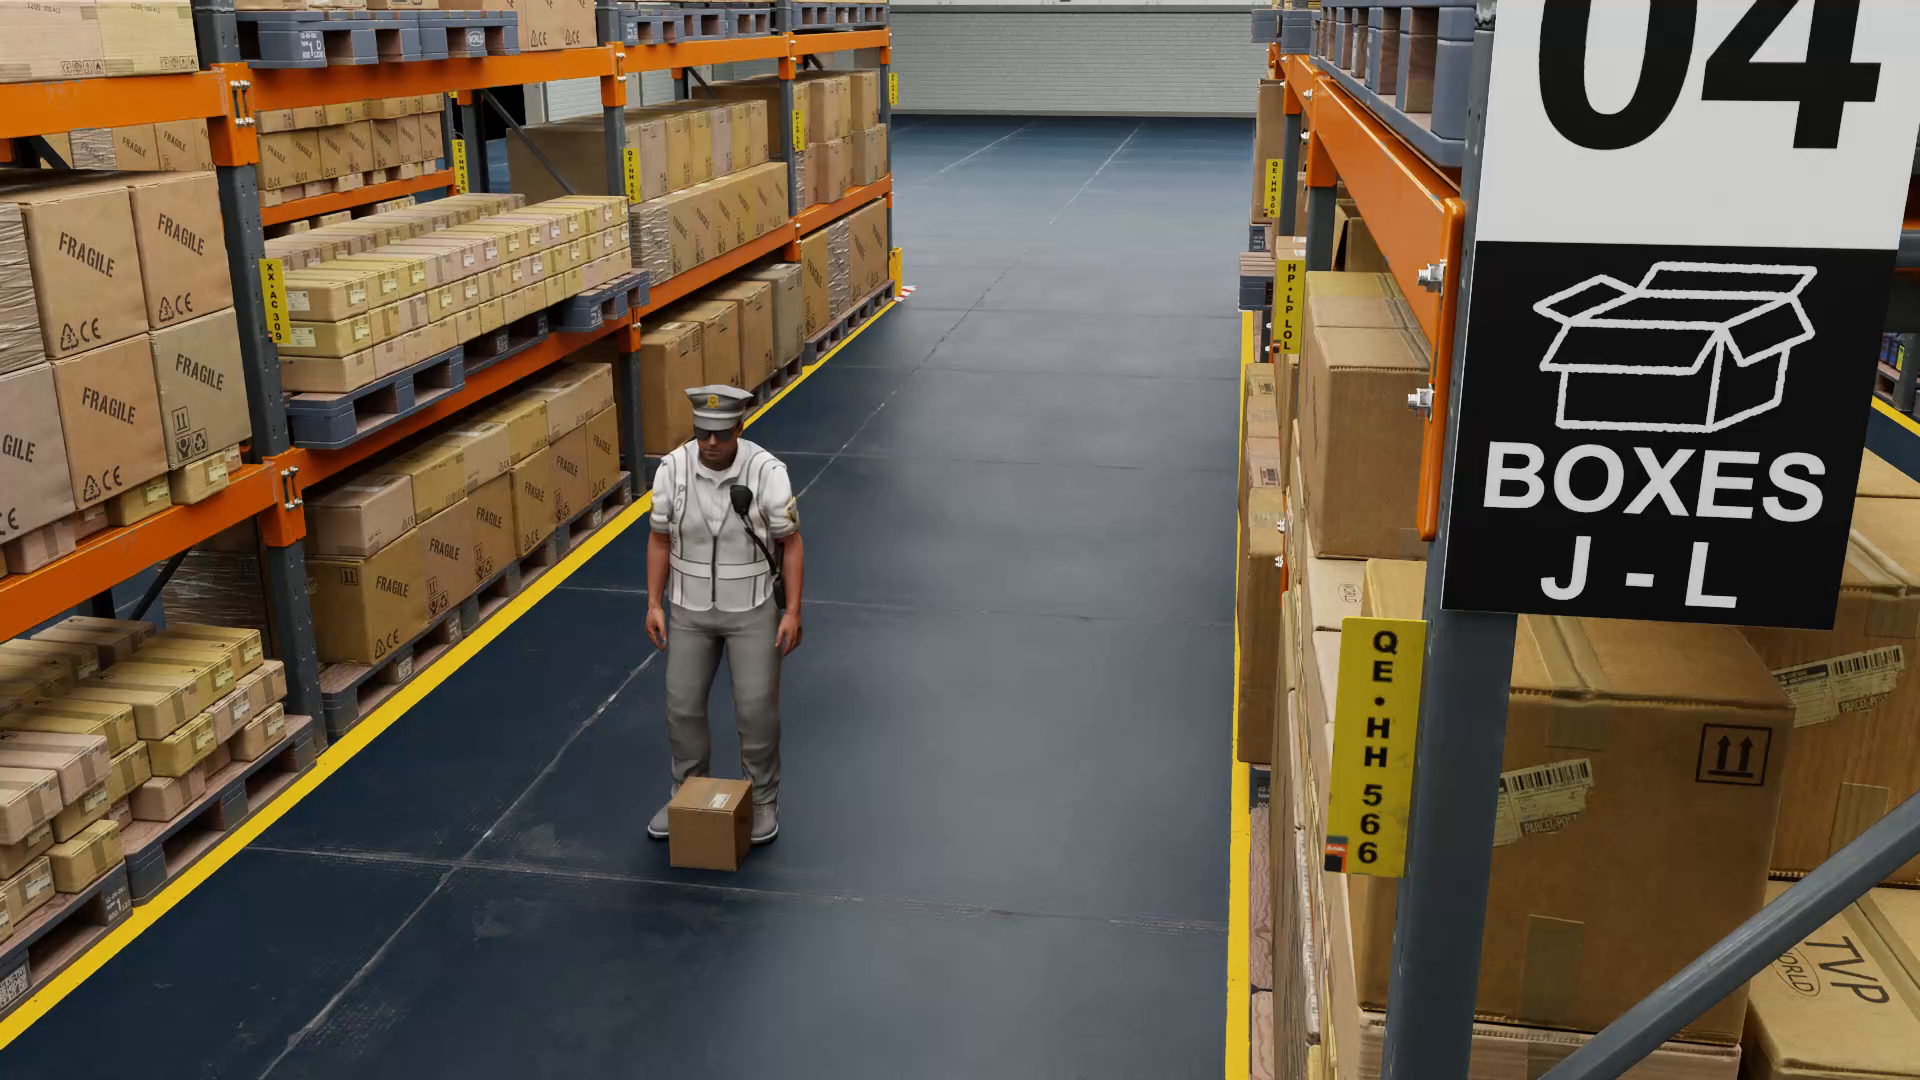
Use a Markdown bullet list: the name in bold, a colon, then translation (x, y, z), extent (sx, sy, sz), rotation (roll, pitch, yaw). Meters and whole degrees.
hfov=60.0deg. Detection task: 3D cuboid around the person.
- **person**: translation (-0.883, 0.259, 6.231), extent (0.606, 1.748, 0.435), rotation (2, 18, 5)
